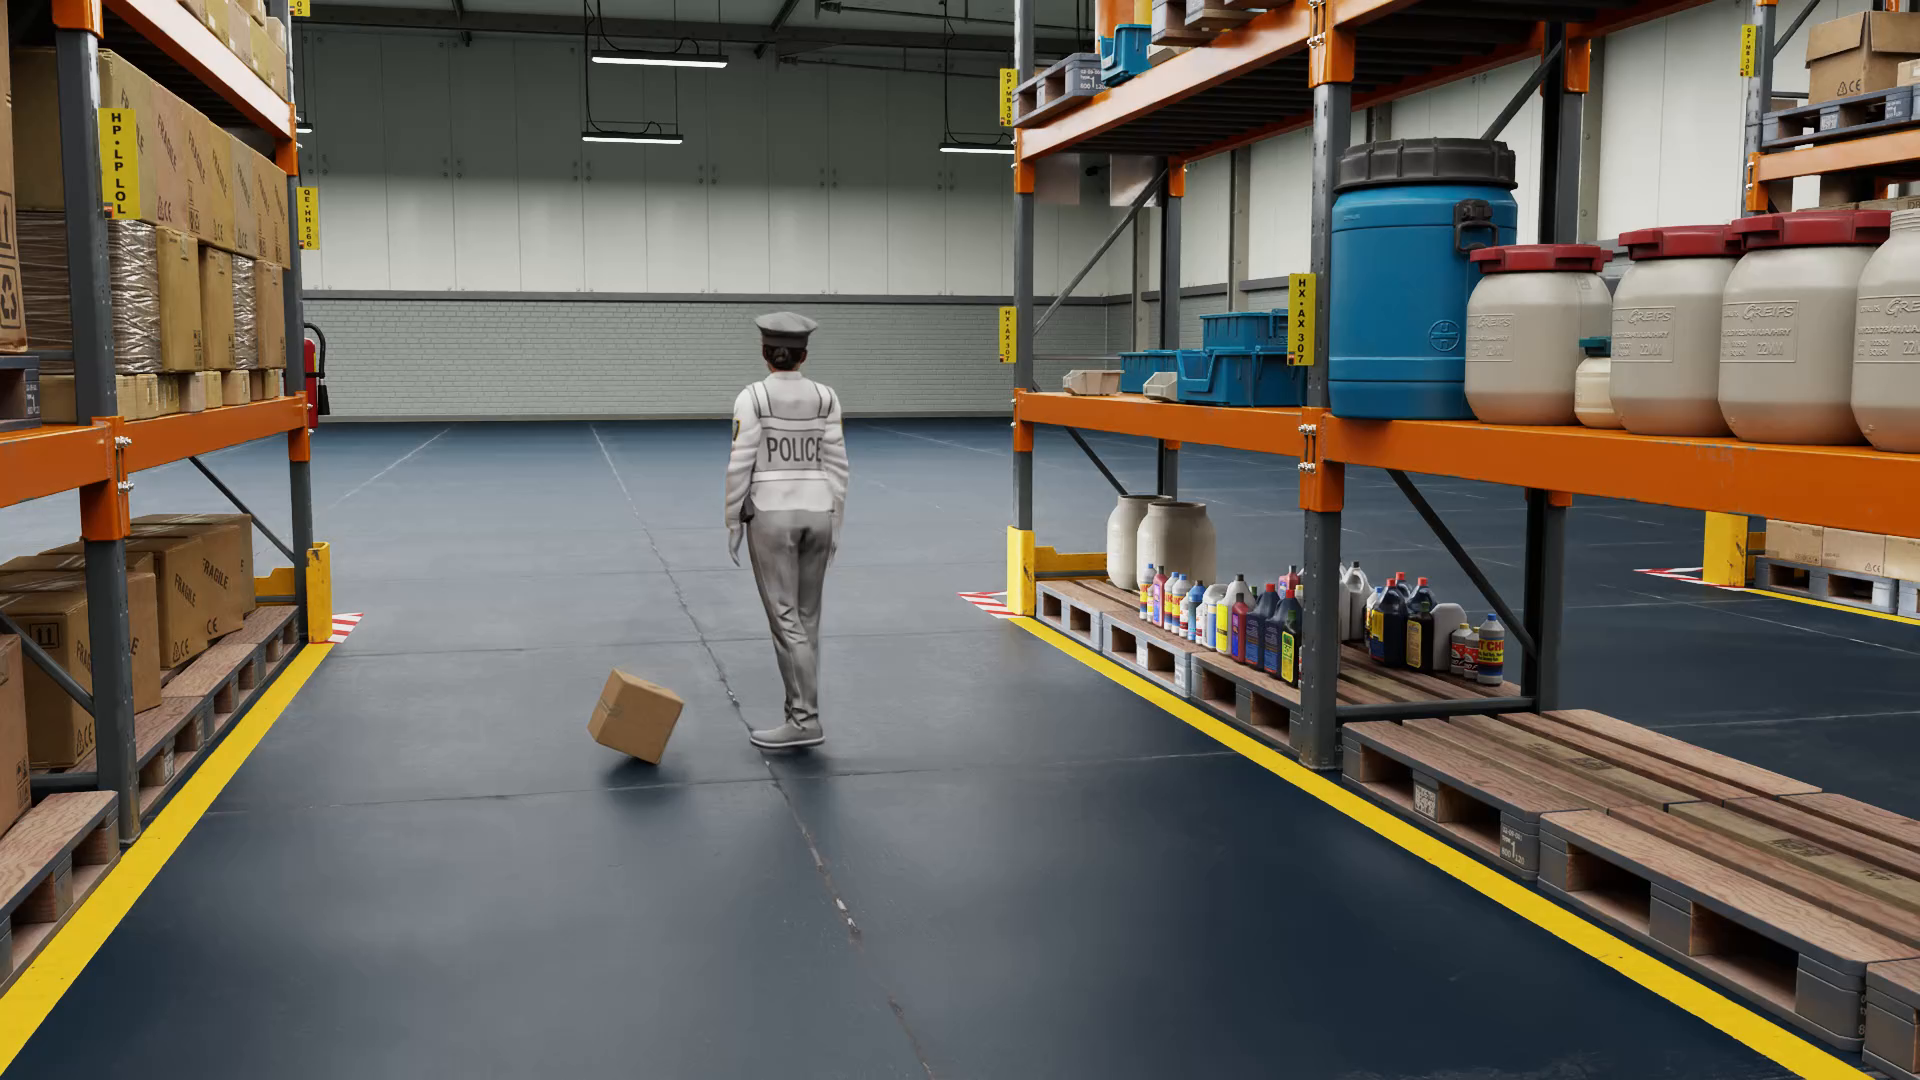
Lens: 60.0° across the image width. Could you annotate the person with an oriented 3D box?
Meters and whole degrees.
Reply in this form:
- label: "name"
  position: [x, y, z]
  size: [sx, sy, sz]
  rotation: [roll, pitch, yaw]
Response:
- label: "person"
  position: [-0.666, -0.039, 6.447]
  size: [0.493, 1.684, 0.521]
  rotation: [-5, 8, -36]
